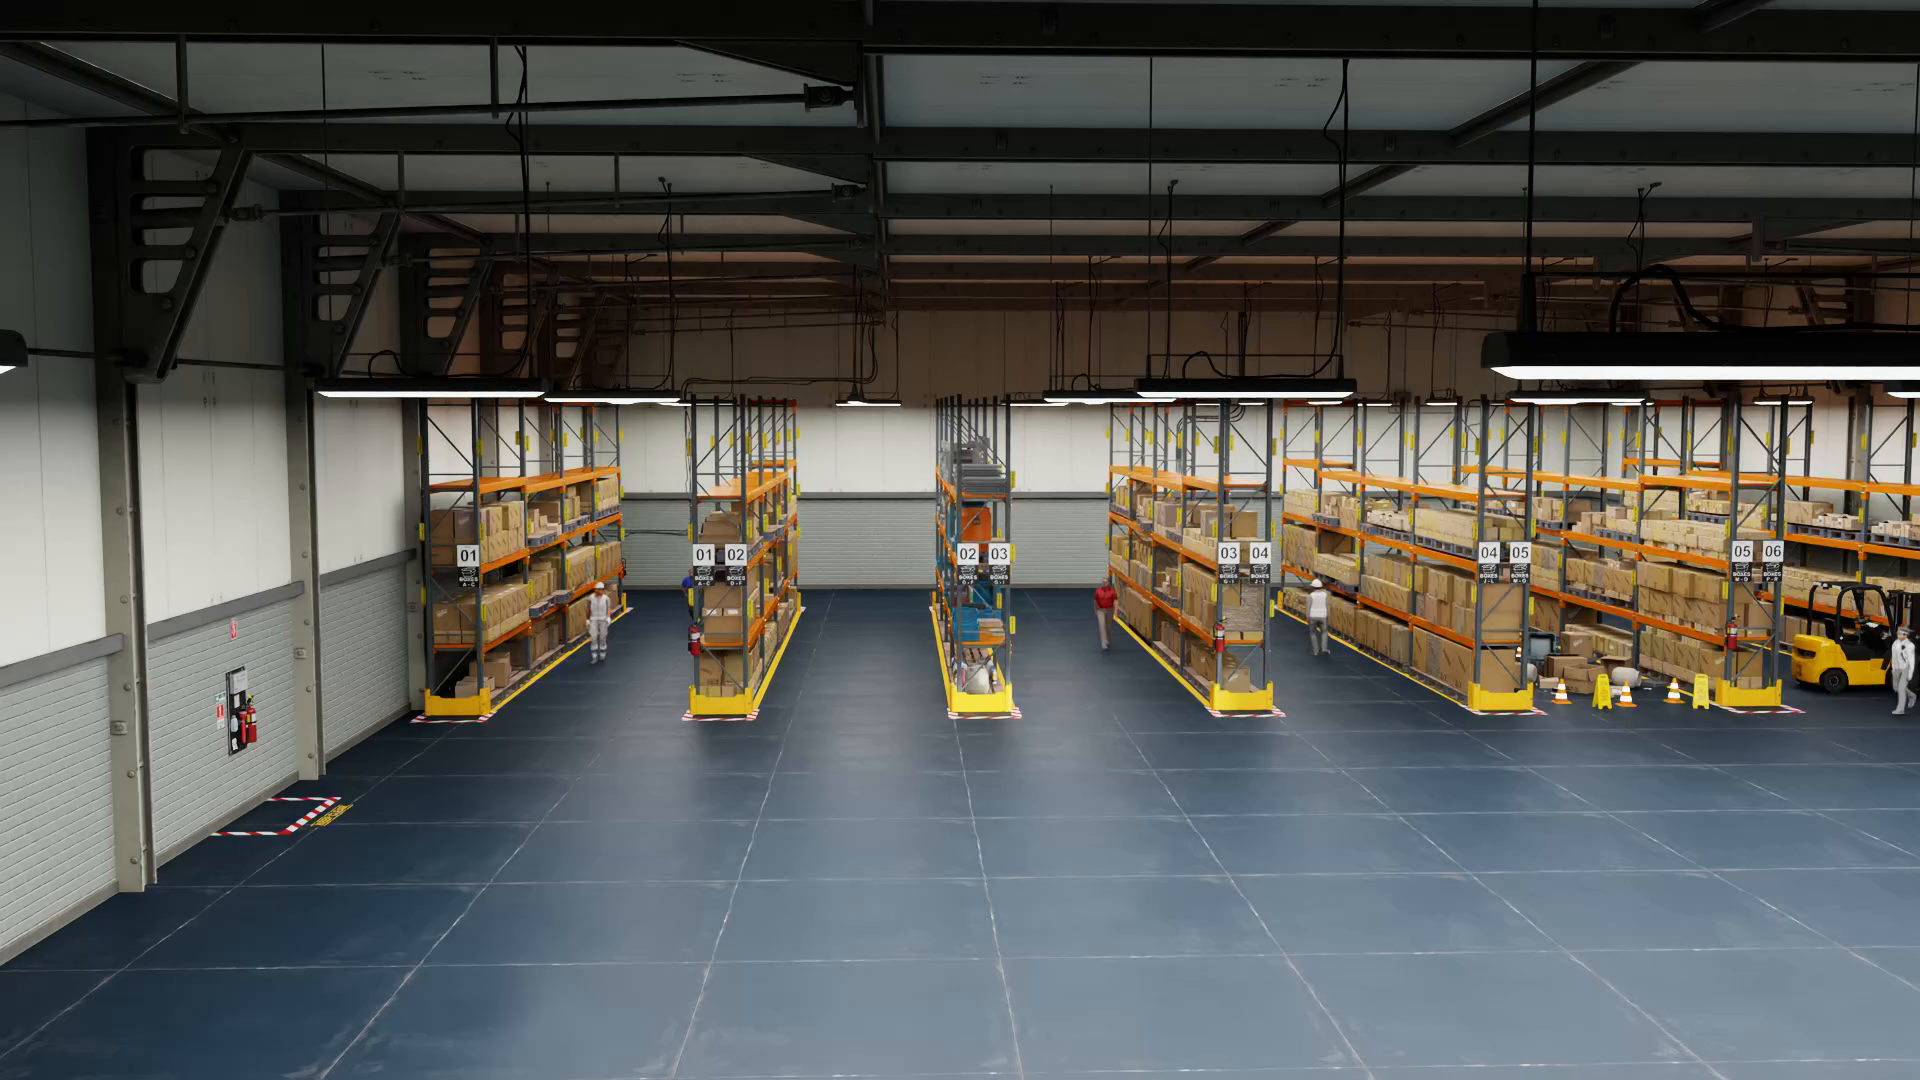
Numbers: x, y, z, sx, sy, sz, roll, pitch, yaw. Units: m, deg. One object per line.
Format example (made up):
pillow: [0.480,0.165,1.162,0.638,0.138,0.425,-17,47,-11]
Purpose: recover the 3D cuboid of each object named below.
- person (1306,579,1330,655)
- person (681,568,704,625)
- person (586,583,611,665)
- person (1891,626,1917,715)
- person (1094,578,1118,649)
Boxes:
person: [8.324,1.804,38.671,0.566,1.769,0.537,0,5,-4]
person: [-7.022,1.500,43.772,0.549,1.568,0.737,1,5,7]
person: [-8.171,1.880,37.629,0.561,1.804,0.672,-1,5,-15]
person: [17.778,2.428,31.257,0.768,1.646,0.489,-2,5,-21]
person: [3.511,1.736,39.838,0.537,1.662,1.078,0,5,-5]
